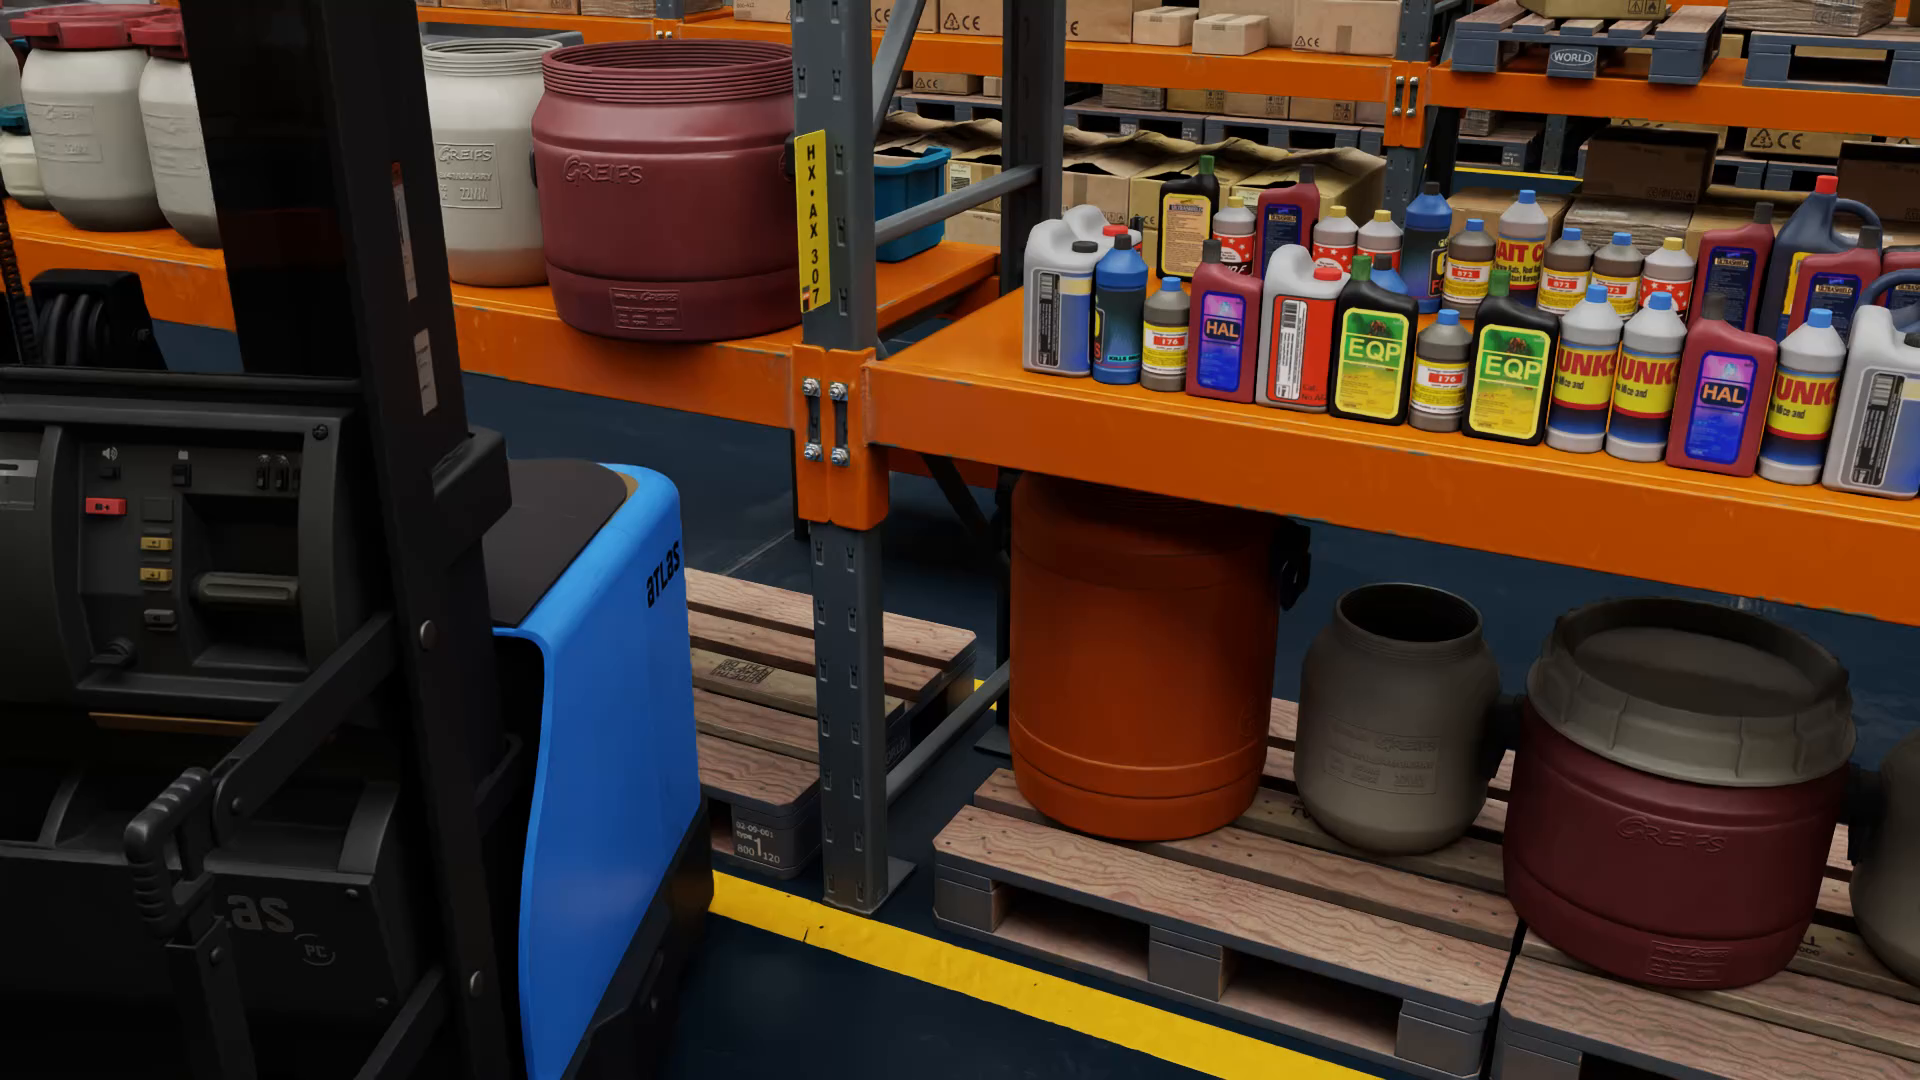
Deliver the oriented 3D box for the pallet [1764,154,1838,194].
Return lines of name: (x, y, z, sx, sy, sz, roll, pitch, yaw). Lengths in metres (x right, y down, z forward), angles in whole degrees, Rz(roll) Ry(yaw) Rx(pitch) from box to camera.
pallet: (6.192, -2.507, 11.375, 1.213, 0.211, 1.003, 11, 25, 25)

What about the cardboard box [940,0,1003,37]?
cardboard box: (0.231, -2.870, 8.538, 0.500, 0.500, 0.500, 11, 25, 25)

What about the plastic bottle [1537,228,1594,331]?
plastic bottle: (1.256, -0.544, 3.450, 0.097, 0.201, 0.097, 0, 23, 0)

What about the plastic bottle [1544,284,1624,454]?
plastic bottle: (1.037, -0.287, 2.756, 0.097, 0.271, 0.097, 0, 23, 0)

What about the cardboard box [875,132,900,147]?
cardboard box: (-0.663, -2.083, 9.075, 0.500, 0.311, 0.500, 11, 25, 24)

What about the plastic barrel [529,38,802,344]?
plastic barrel: (-0.583, -0.750, 3.507, 0.708, 0.536, 0.600, 11, 25, 25)

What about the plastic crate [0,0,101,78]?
plastic crate: (-3.032, -1.468, 5.288, 0.583, 0.464, 0.402, 11, 25, 25)

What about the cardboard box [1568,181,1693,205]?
cardboard box: (3.146, -1.410, 7.864, 0.500, 0.500, 0.500, 12, 26, 27)

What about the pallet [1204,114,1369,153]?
pallet: (2.656, -3.243, 13.105, 1.213, 0.211, 1.003, 11, 25, 25)

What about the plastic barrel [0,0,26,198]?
plastic barrel: (-2.847, -1.235, 4.647, 0.433, 0.535, 0.433, 0, 23, 0)

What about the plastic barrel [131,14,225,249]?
plastic barrel: (-1.806, -1.029, 4.162, 0.433, 0.535, 0.433, 0, 23, 0)

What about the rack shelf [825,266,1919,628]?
rack shelf: (1.752, -0.027, 2.900, 4.000, 0.370, 1.077, 11, 25, 25)

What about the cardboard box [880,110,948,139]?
cardboard box: (-0.406, -2.272, 9.520, 0.500, 0.311, 0.500, 12, 26, 26)

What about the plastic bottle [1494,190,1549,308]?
plastic bottle: (1.169, -0.593, 3.477, 0.097, 0.271, 0.097, 0, 23, 0)

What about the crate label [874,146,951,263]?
crate label: (-0.239, -0.840, 4.105, 0.416, 0.233, 0.303, 11, 25, 25)

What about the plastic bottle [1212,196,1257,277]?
plastic bottle: (0.616, -0.671, 3.748, 0.097, 0.201, 0.097, 0, 23, 0)

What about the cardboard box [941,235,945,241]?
cardboard box: (-0.197, -1.736, 8.976, 0.500, 0.250, 0.500, 10, 25, 23)

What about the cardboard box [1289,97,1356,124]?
cardboard box: (2.908, -3.542, 12.878, 0.500, 0.500, 0.700, 11, 25, 24)

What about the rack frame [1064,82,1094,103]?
rack frame: (0.868, -4.878, 13.387, 0.127, 3.000, 1.000, 11, 25, 25)

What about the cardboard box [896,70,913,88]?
cardboard box: (-0.550, -4.058, 14.539, 0.250, 0.149, 0.380, 9, 25, 20)

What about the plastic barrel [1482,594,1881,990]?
plastic barrel: (1.420, 0.485, 3.321, 0.708, 0.588, 0.600, 11, 25, 25)

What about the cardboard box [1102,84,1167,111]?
cardboard box: (1.532, -3.806, 13.498, 0.500, 0.500, 0.700, 12, 26, 26)

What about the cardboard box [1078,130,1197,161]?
cardboard box: (0.944, -2.002, 8.886, 0.500, 0.311, 0.500, 10, 25, 23)

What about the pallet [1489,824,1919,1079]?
pallet: (1.775, 0.912, 3.335, 1.213, 0.211, 1.003, 11, 25, 25)

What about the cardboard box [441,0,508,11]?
cardboard box: (-2.682, -3.450, 9.902, 0.500, 0.500, 0.700, 12, 26, 25)

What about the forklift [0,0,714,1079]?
forklift: (-1.252, 0.034, 1.924, 1.130, 2.935, 3.031, 3, 23, 7)

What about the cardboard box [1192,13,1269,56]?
cardboard box: (1.279, -2.387, 7.852, 0.250, 0.149, 0.380, 11, 25, 25)

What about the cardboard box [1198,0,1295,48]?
cardboard box: (1.495, -2.625, 8.204, 0.500, 0.311, 0.500, 11, 25, 24)

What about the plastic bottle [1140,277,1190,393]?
plastic bottle: (0.386, -0.383, 3.072, 0.097, 0.201, 0.097, 0, 23, 0)

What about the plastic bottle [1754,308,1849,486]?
plastic bottle: (1.330, -0.229, 2.620, 0.097, 0.271, 0.097, 0, 23, 0)

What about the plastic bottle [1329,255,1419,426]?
plastic bottle: (0.720, -0.347, 2.882, 0.133, 0.283, 0.061, 11, 25, 25)

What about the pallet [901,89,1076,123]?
pallet: (0.253, -3.701, 14.182, 1.213, 0.211, 1.003, 11, 25, 25)

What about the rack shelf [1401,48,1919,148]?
rack shelf: (3.991, -1.756, 6.967, 4.000, 0.370, 1.077, 11, 25, 25)

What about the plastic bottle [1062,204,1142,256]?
plastic bottle: (0.277, -0.518, 3.294, 0.135, 0.276, 0.152, 11, 25, 25)

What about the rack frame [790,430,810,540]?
rack frame: (-0.448, -0.606, 5.738, 0.032, 1.125, 0.500, 11, 25, 25)

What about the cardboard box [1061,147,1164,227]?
cardboard box: (0.711, -1.813, 8.440, 0.500, 0.311, 0.500, 11, 25, 24)

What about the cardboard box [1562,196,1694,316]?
cardboard box: (2.953, -1.222, 7.423, 0.500, 0.500, 0.500, 10, 25, 23)

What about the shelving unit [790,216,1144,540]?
shelving unit: (0.006, -0.516, 5.527, 1.048, 1.125, 0.538, 11, 25, 25)

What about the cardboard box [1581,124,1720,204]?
cardboard box: (3.199, -1.746, 7.697, 0.500, 0.250, 0.500, 12, 26, 27)

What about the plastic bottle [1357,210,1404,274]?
plastic bottle: (0.909, -0.613, 3.612, 0.097, 0.201, 0.097, 0, 23, 0)

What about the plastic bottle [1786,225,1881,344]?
plastic bottle: (1.641, -0.450, 3.125, 0.133, 0.283, 0.061, 11, 25, 25)

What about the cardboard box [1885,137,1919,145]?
cardboard box: (6.574, -2.894, 10.933, 0.750, 0.750, 0.750, 12, 26, 26)

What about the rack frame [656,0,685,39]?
rack frame: (-1.364, -3.147, 9.317, 0.127, 3.000, 1.000, 11, 25, 25)

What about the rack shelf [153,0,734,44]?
rack shelf: (-3.149, -3.169, 10.288, 4.000, 0.370, 1.077, 11, 25, 25)

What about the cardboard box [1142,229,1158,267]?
cardboard box: (1.165, -1.466, 8.341, 0.500, 0.250, 0.500, 11, 25, 24)

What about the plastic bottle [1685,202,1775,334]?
plastic bottle: (1.541, -0.533, 3.320, 0.133, 0.283, 0.061, 11, 25, 25)

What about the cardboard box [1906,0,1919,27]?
cardboard box: (4.171, -2.264, 6.576, 0.500, 0.500, 0.700, 5, 24, 11)
